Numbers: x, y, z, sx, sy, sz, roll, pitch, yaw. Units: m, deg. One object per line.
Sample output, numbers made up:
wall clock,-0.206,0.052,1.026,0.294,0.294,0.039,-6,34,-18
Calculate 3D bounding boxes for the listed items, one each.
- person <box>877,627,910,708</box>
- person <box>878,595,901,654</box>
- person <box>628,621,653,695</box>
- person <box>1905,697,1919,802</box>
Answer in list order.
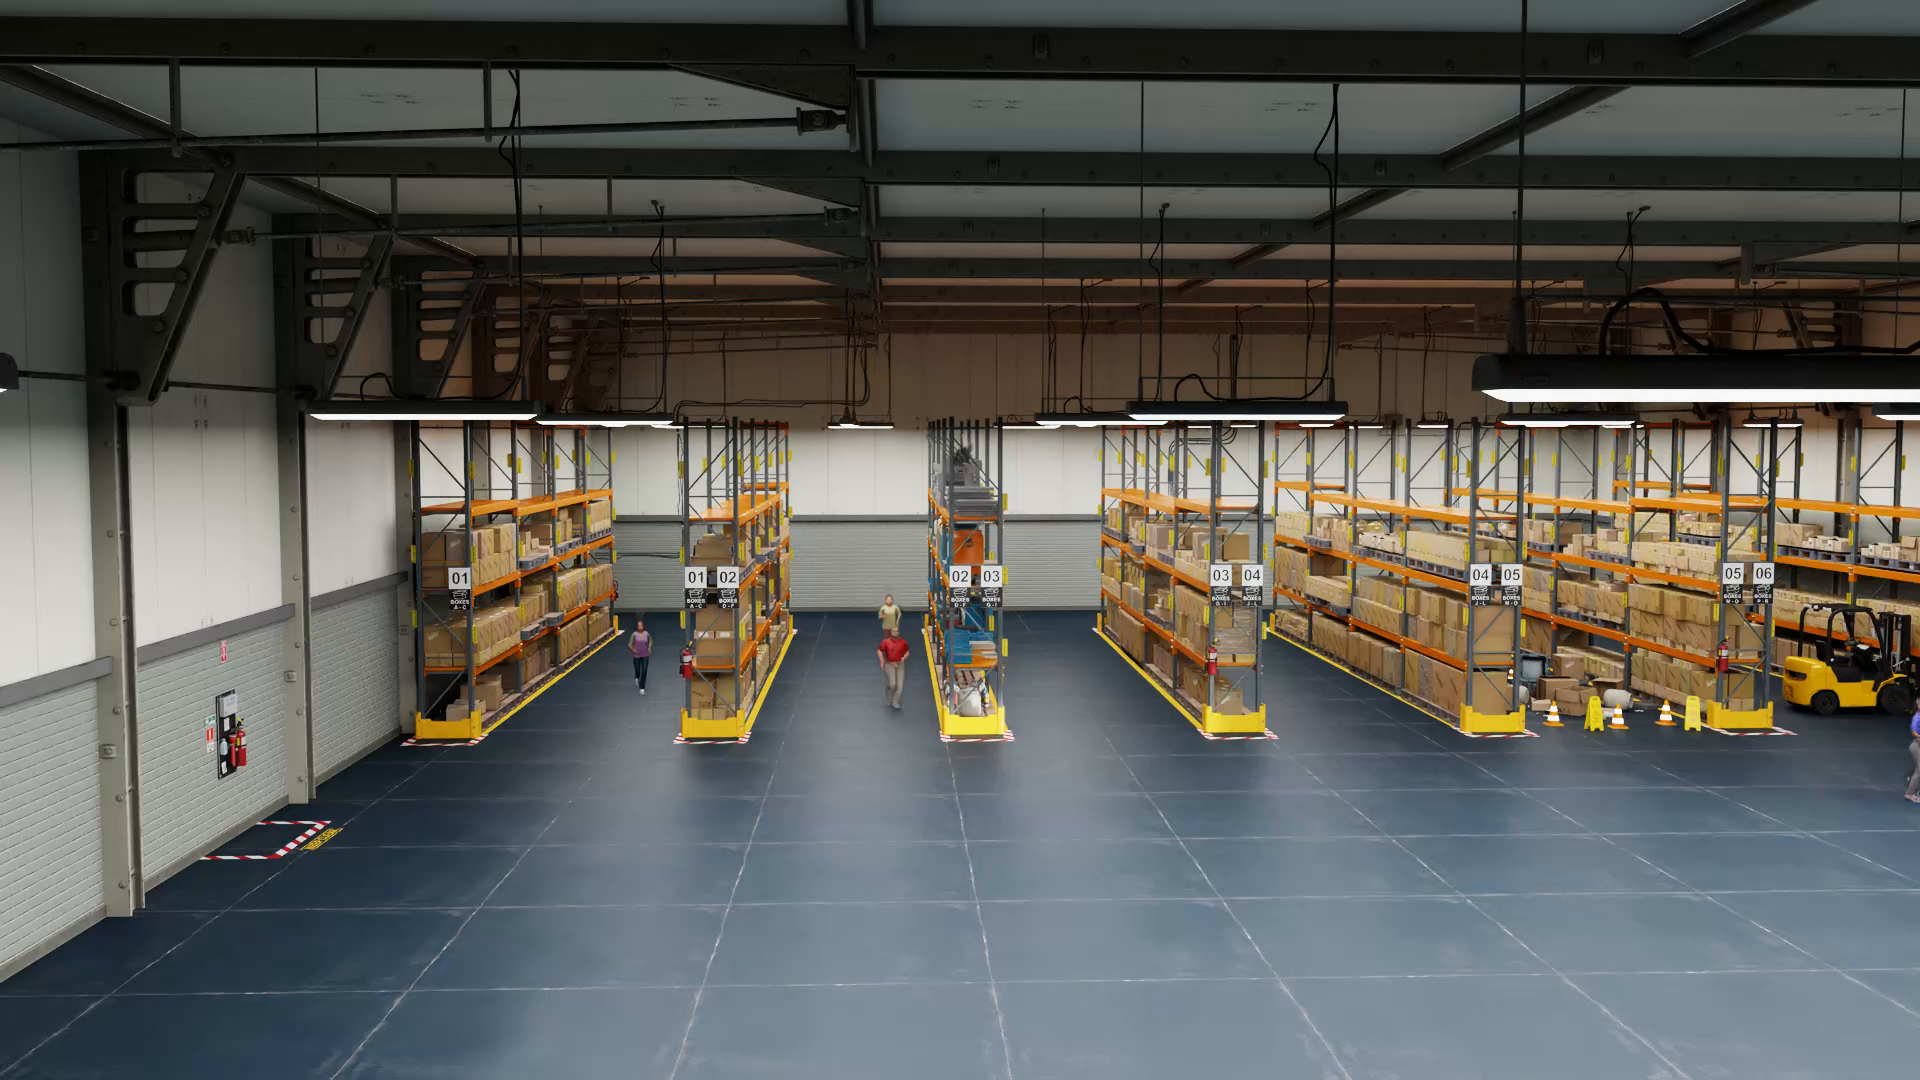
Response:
person,-1.341,2.636,34.413,0.658,1.683,0.590,-1,4,-15
person,-1.741,2.208,41.046,0.559,1.717,0.698,0,4,-1
person,-6.989,2.564,36.430,0.537,1.585,0.740,-1,4,-17
person,14.902,3.235,25.675,0.624,1.624,0.537,-3,5,-43
